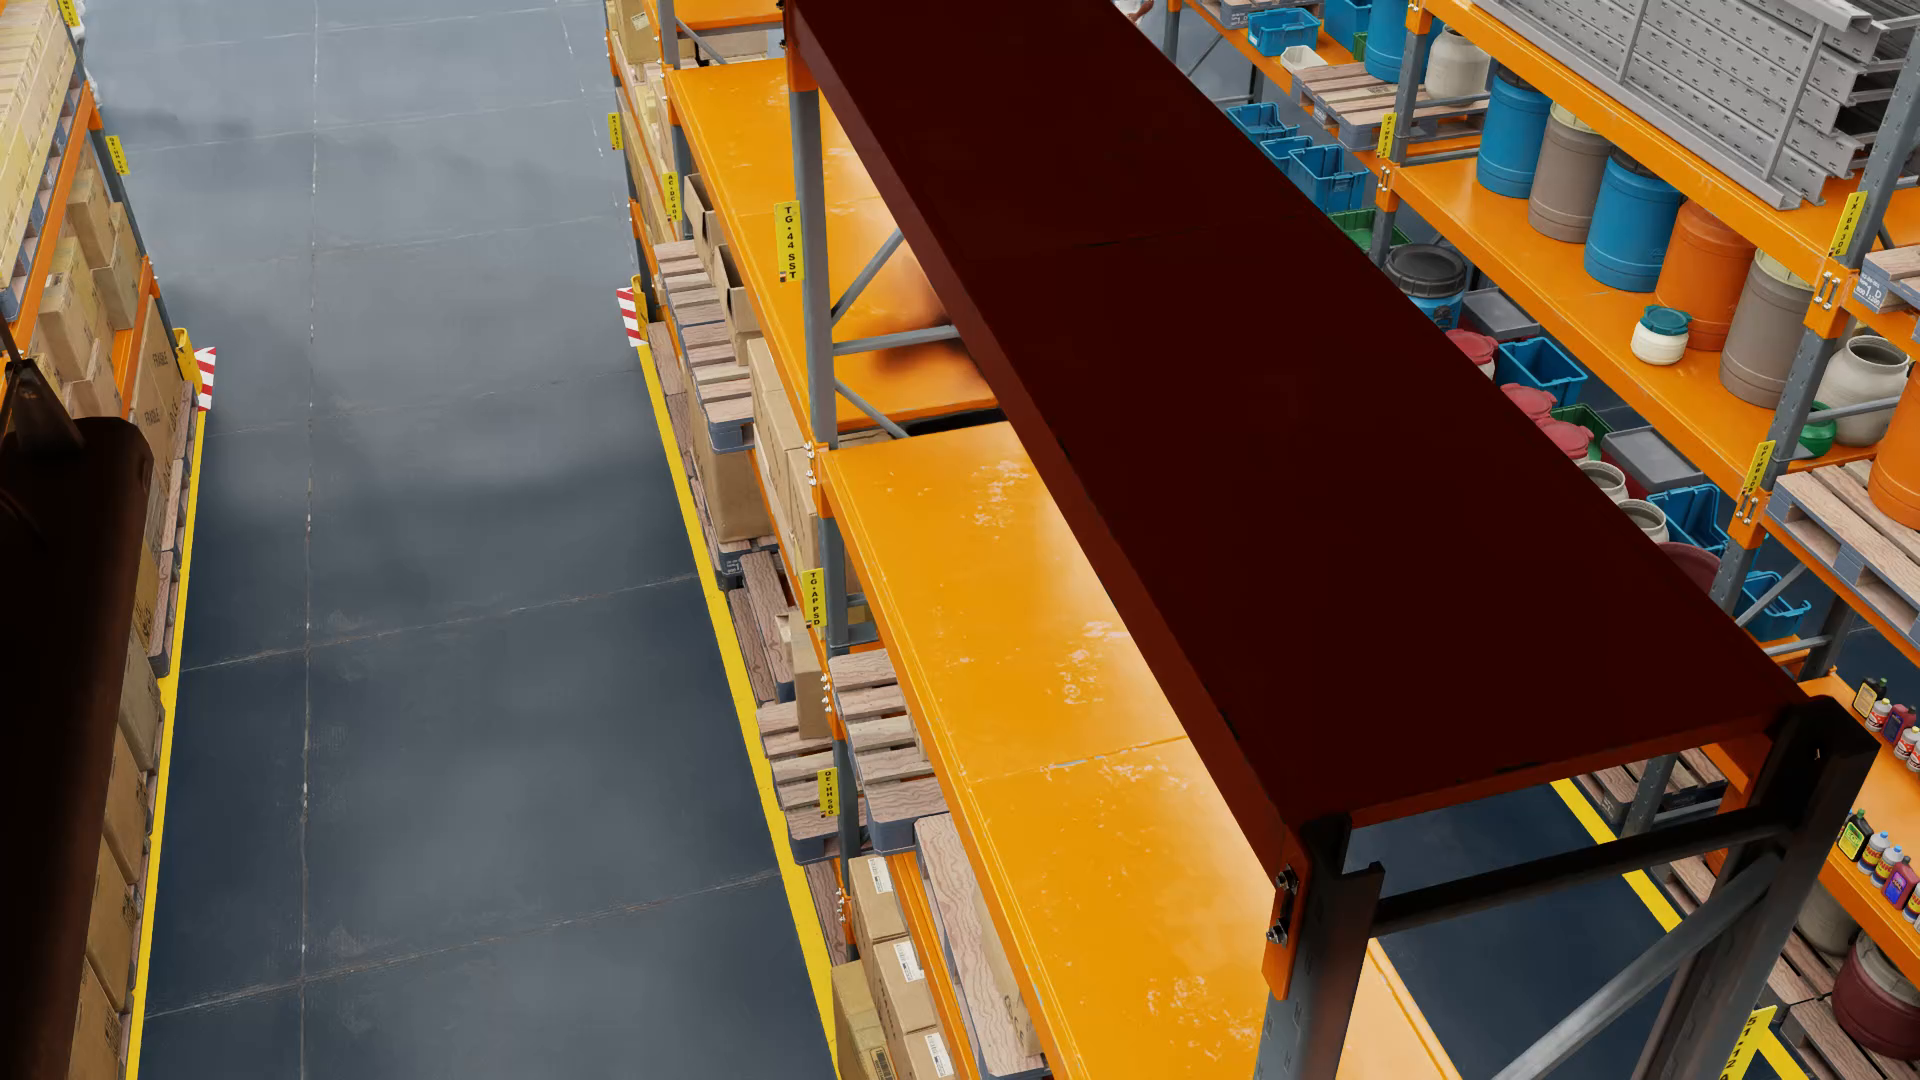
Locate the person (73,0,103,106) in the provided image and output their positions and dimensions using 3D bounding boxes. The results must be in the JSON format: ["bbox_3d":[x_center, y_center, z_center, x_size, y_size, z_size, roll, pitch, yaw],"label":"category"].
[{"bbox_3d":[-10.014,-5.659,18.634,0.539,1.651,0.592,11,40,14],"label":"person"}]

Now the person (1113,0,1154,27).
[{"bbox_3d":[1.860,-5.781,18.809,0.701,1.690,0.673,5,39,6],"label":"person"}]

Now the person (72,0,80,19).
[{"bbox_3d":[-9.479,-4.630,17.204,2.883,1.691,3.054,18,42,21],"label":"person"}]
